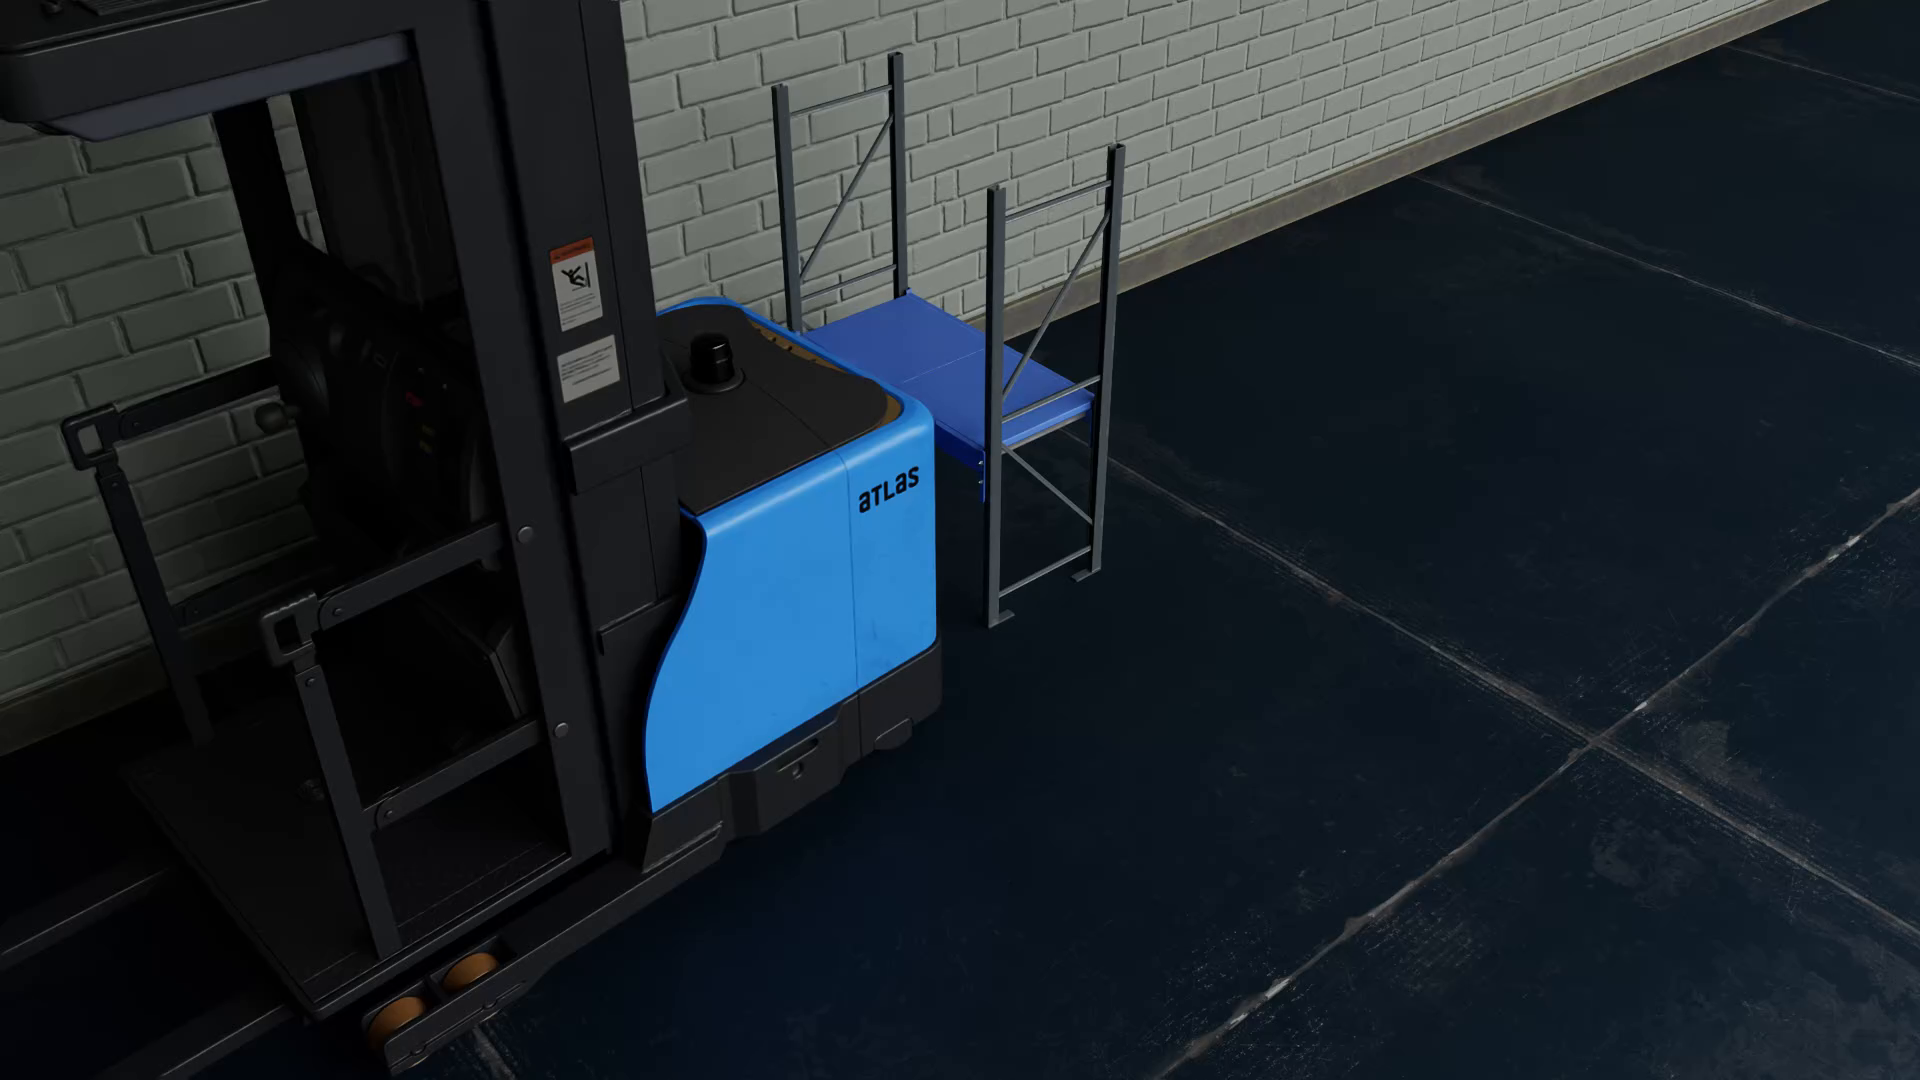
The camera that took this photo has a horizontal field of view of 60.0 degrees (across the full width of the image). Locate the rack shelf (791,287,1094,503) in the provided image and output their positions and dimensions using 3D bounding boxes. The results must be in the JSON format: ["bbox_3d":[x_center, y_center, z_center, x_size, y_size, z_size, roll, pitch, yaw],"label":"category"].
[{"bbox_3d":[-0.055,-0.503,5.474,0.538,0.185,1.000,-26,43,-32],"label":"rack shelf"}]

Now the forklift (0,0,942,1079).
[{"bbox_3d":[-1.463,-0.277,3.605,3.031,2.935,1.130,-29,45,-35],"label":"forklift"}]

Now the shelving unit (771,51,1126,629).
[{"bbox_3d":[-0.055,-0.650,5.370,0.538,1.500,1.048,-26,43,-32],"label":"shelving unit"}]

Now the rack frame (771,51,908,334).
[{"bbox_3d":[-0.383,-0.874,5.687,0.500,1.500,0.032,-26,43,-32],"label":"rack frame"}]

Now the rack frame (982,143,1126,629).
[{"bbox_3d":[0.273,-0.425,5.053,0.500,1.500,0.032,-26,43,-32],"label":"rack frame"}]
